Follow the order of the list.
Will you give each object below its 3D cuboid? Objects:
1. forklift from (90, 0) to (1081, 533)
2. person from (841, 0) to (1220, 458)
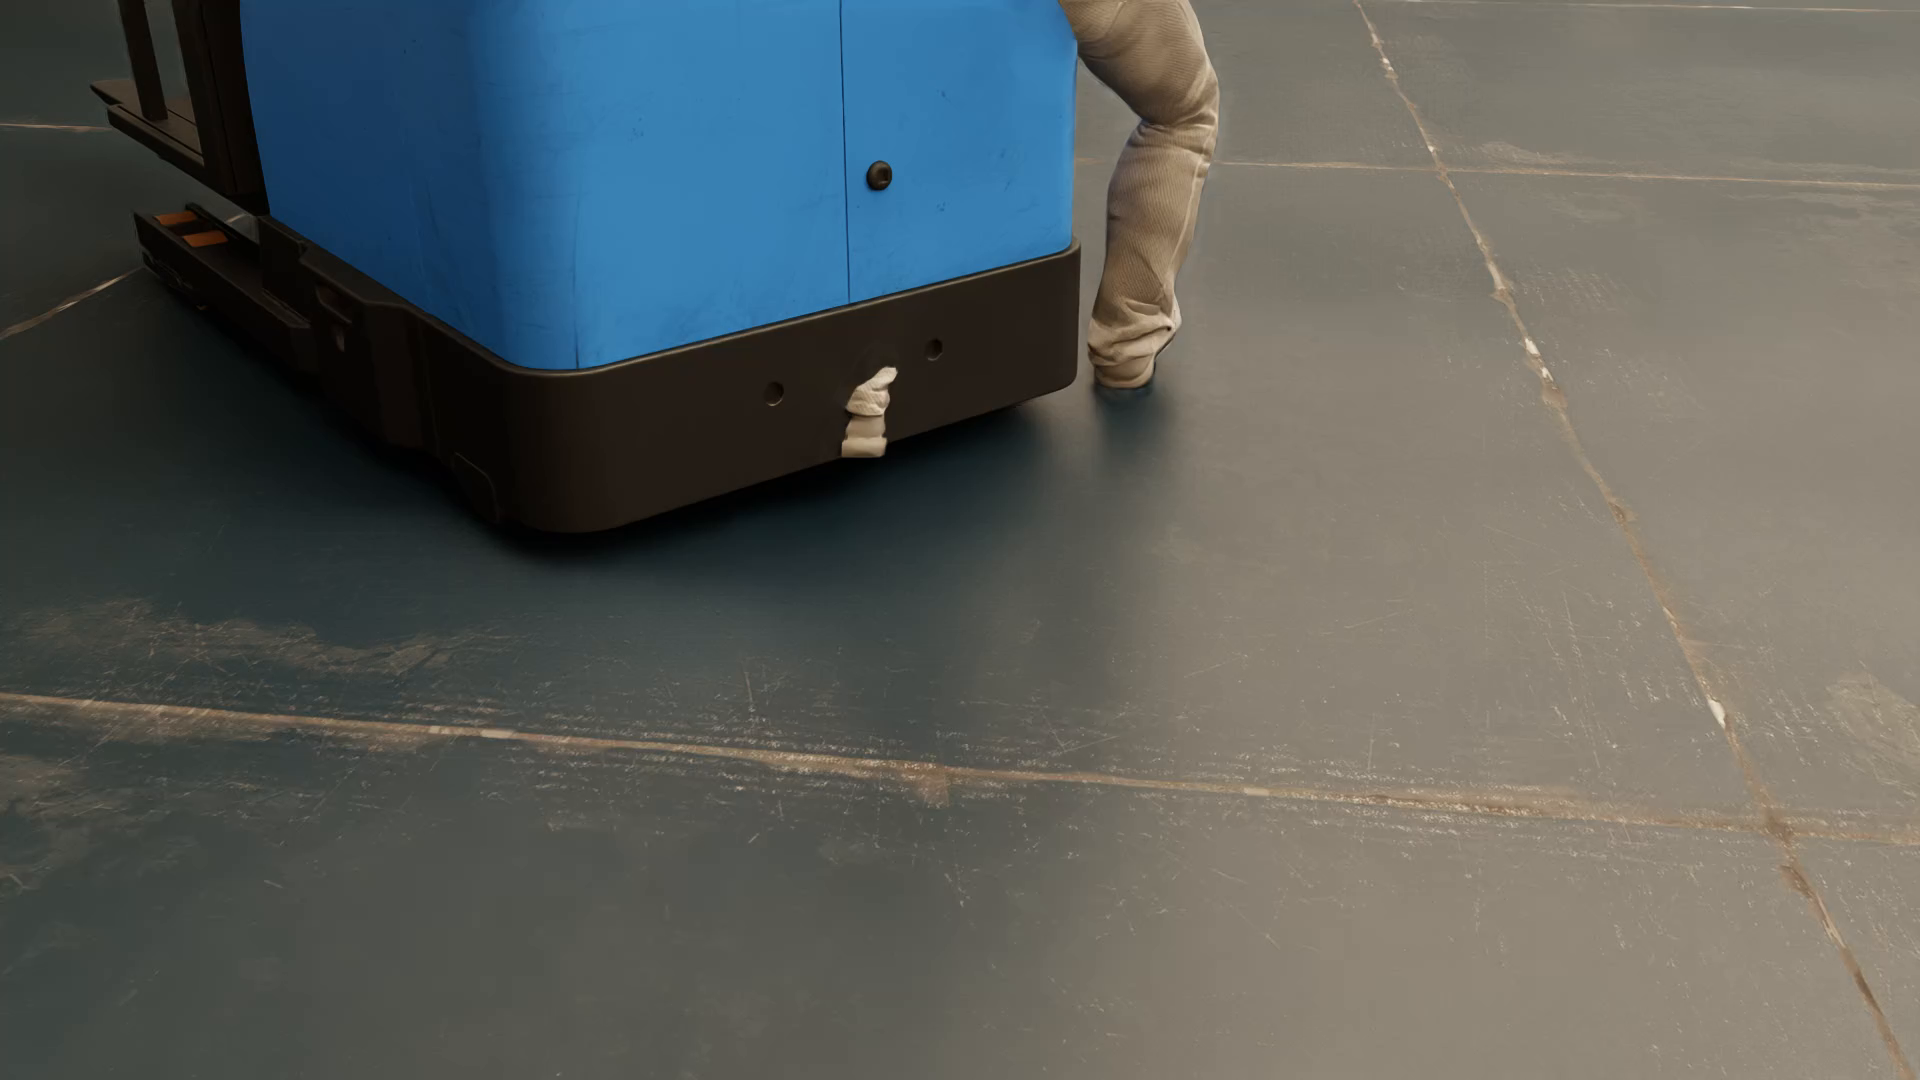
[{"bbox_3d":[-1.113,-1.909,3.043,1.130,2.935,3.031,-20,33,-34],"label":"forklift"},{"bbox_3d":[0.186,-0.962,2.645,0.842,1.624,0.884,1,27,2],"label":"person"}]
